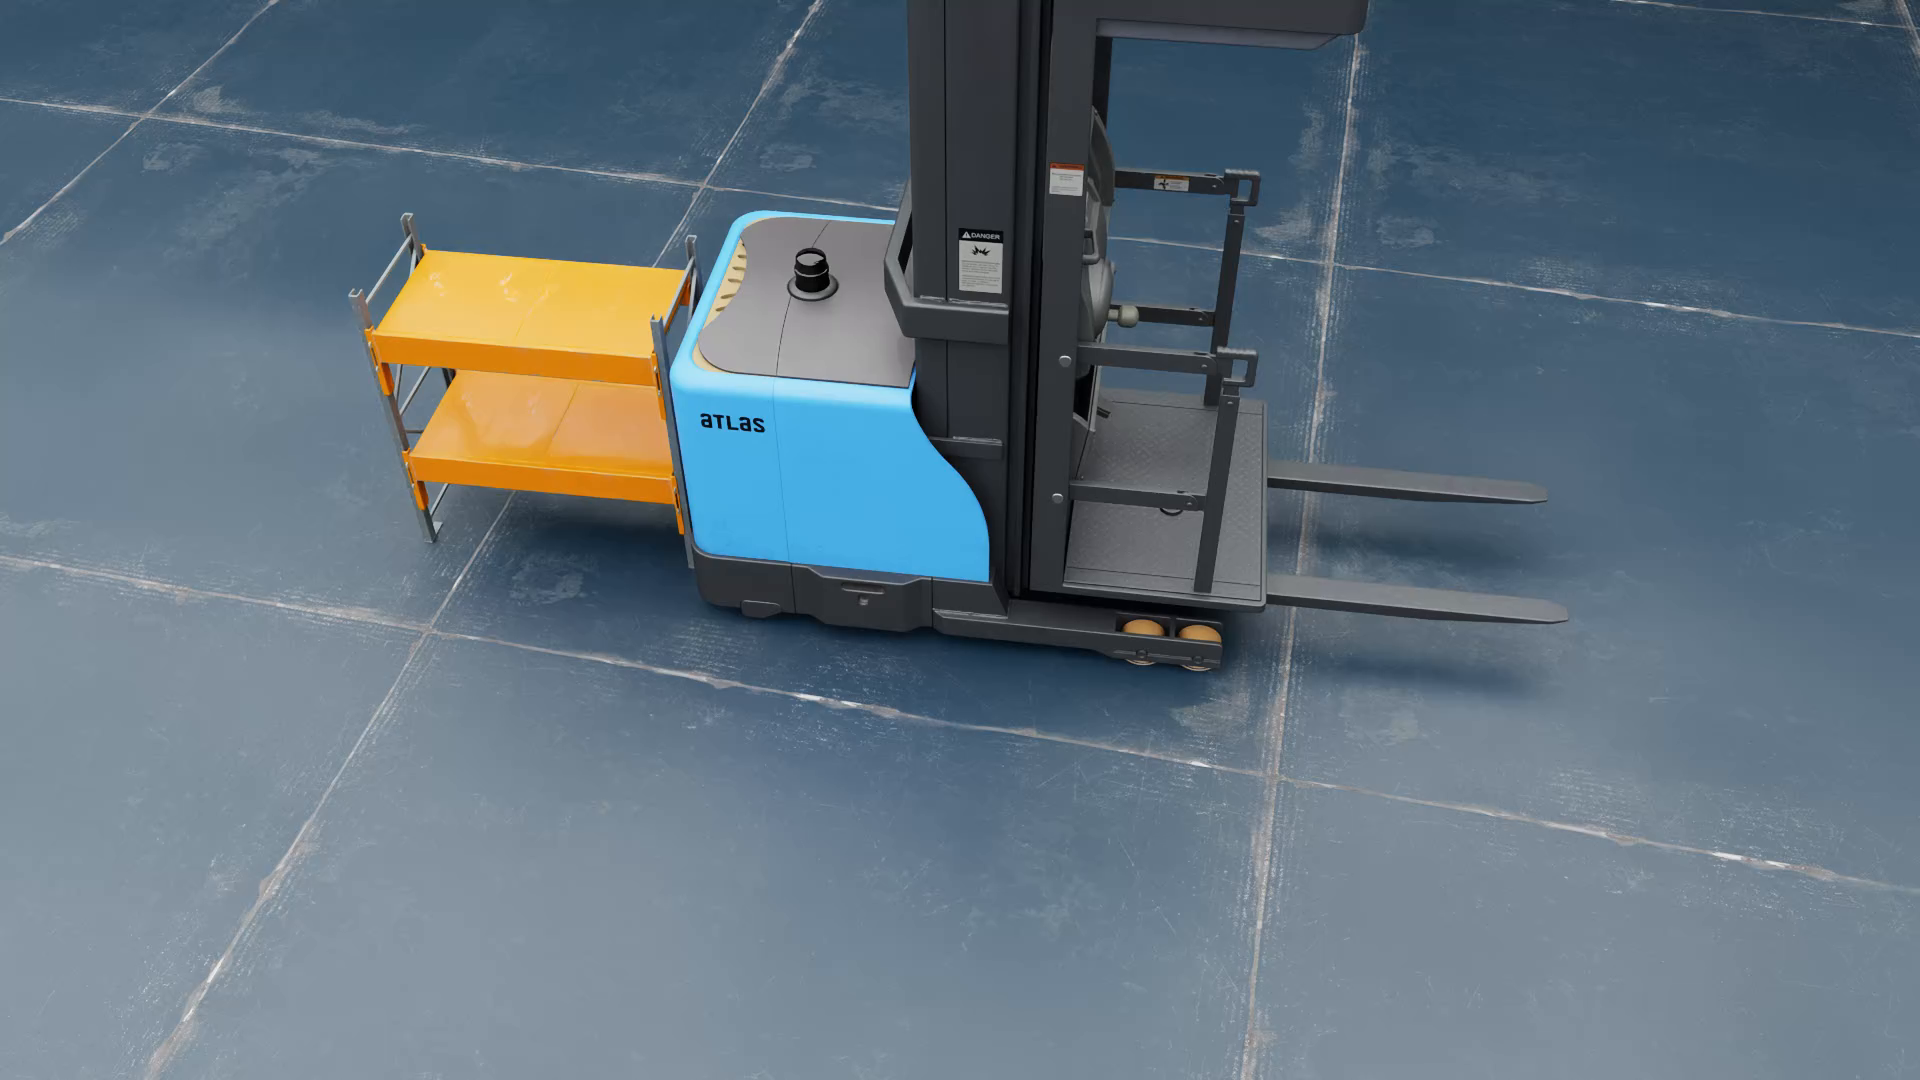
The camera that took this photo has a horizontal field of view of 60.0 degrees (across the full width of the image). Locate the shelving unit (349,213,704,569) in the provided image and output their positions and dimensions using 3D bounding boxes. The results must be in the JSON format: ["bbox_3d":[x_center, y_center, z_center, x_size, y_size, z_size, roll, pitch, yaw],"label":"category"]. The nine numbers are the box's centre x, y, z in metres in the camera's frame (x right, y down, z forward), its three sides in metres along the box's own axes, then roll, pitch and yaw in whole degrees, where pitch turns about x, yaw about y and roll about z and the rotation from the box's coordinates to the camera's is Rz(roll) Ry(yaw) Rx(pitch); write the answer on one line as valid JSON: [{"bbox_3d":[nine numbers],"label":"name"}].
[{"bbox_3d":[-1.457,-0.519,5.978,1.048,1.125,0.538,5,44,6],"label":"shelving unit"}]

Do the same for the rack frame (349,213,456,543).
[{"bbox_3d":[-1.960,-0.566,6.027,0.032,1.125,0.500,5,44,6],"label":"rack frame"}]

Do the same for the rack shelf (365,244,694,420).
[{"bbox_3d":[-1.457,-0.729,5.775,1.000,0.278,0.538,5,44,6],"label":"rack shelf"}]

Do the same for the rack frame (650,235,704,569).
[{"bbox_3d":[-0.953,-0.471,5.928,0.032,1.125,0.500,5,44,6],"label":"rack frame"}]

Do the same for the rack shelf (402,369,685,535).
[{"bbox_3d":[-1.457,-0.342,6.147,1.000,0.278,0.538,5,44,6],"label":"rack shelf"}]

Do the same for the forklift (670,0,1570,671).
[{"bbox_3d":[0.616,-0.997,5.172,3.031,2.935,1.130,5,44,6],"label":"forklift"}]
